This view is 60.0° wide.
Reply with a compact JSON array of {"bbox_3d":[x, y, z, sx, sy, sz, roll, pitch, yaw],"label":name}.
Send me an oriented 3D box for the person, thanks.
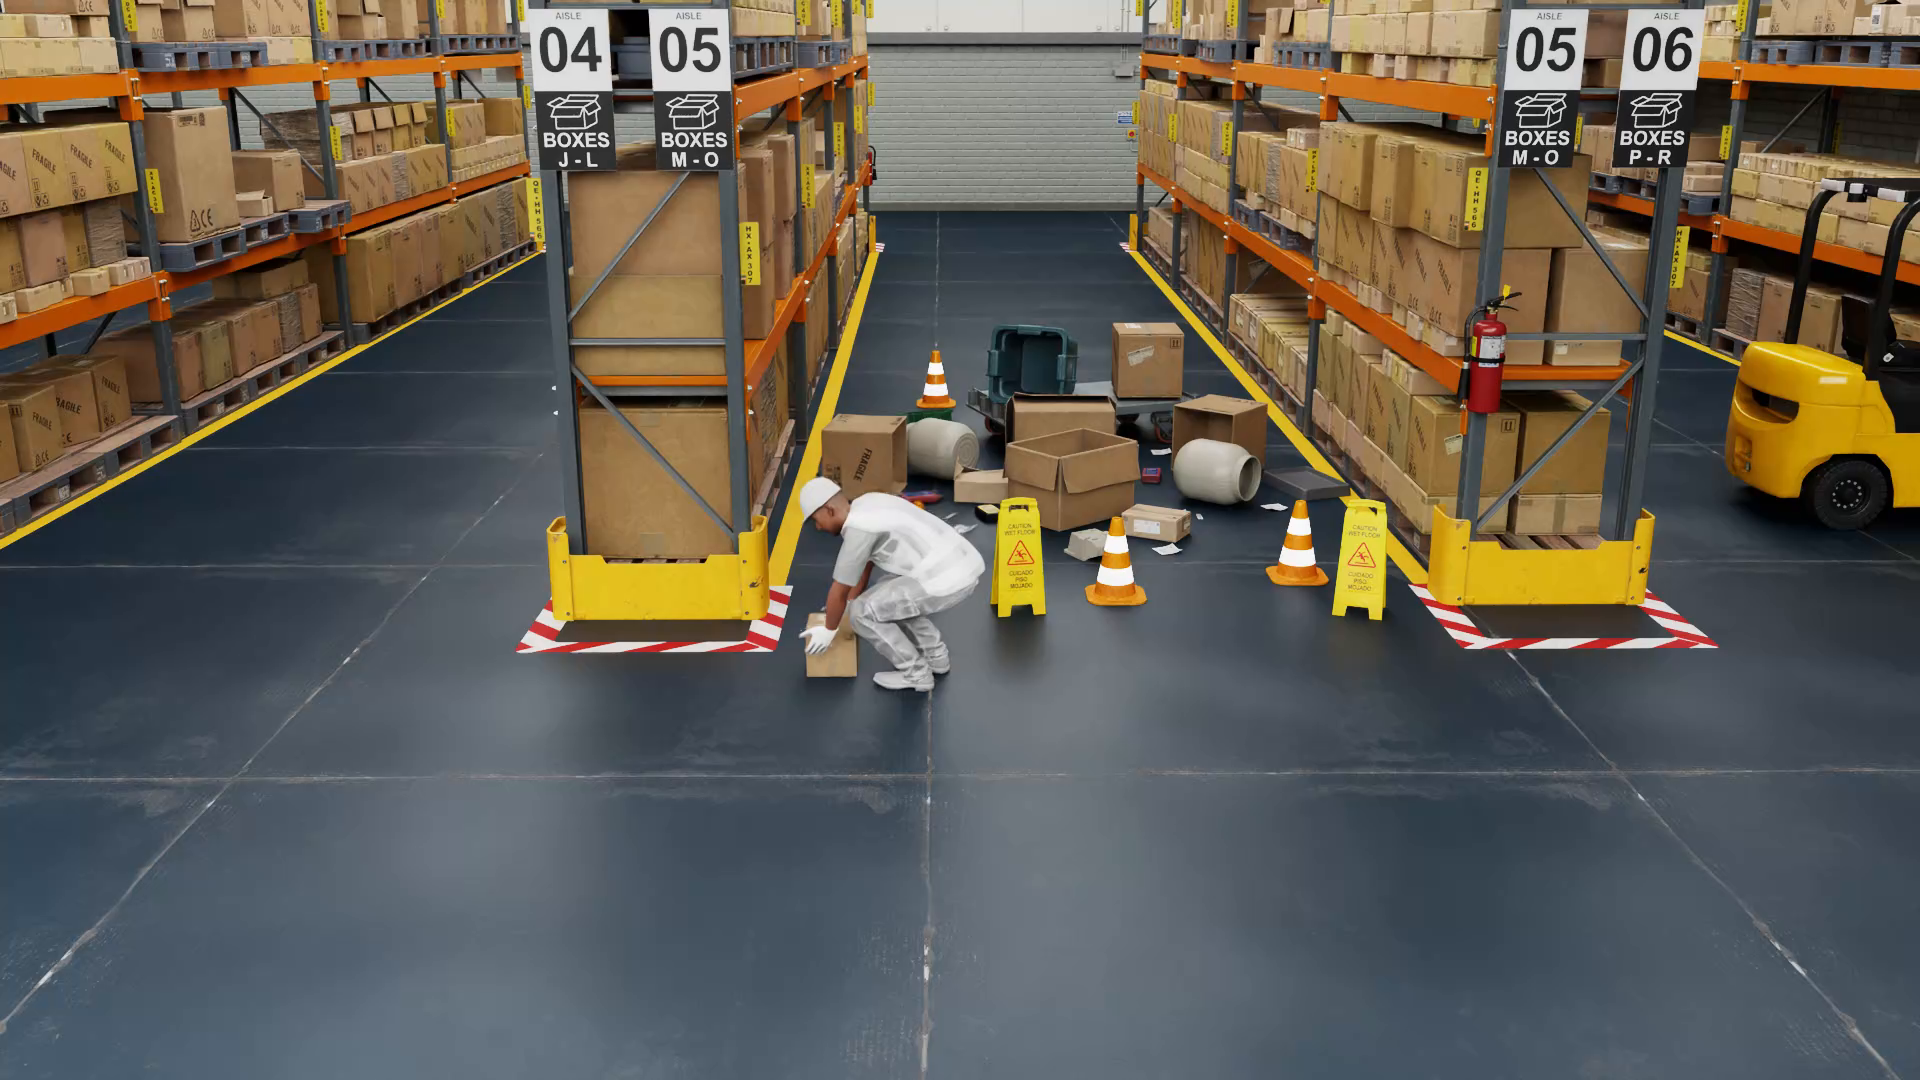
[{"bbox_3d":[-0.348,0.205,8.161,0.902,1.015,0.578,5,18,16],"label":"person"}]
